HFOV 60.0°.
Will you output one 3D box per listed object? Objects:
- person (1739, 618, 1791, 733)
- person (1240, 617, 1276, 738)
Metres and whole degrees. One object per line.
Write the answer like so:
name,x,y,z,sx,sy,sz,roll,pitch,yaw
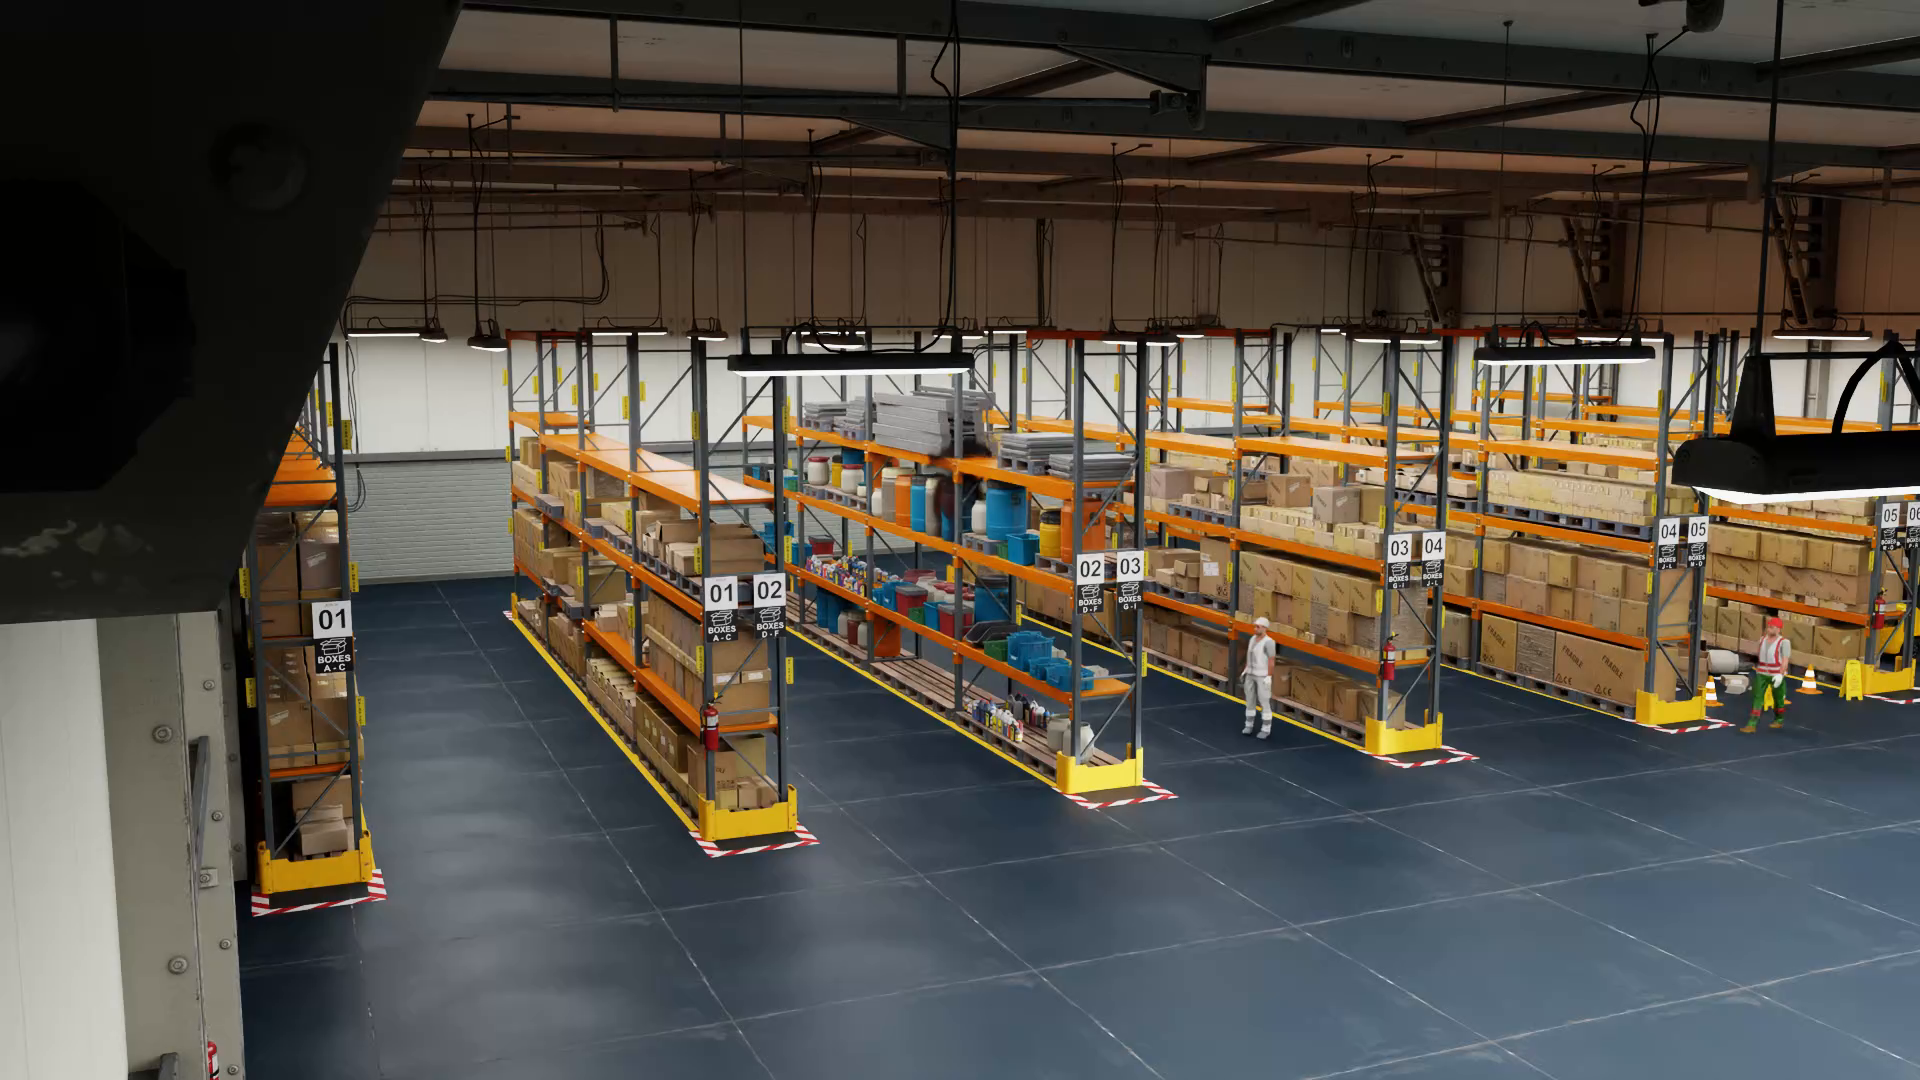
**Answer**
person,12.220,2.041,25.110,0.535,1.738,0.976,7,11,43
person,4.472,2.017,24.981,0.385,1.739,0.591,-6,10,-39
